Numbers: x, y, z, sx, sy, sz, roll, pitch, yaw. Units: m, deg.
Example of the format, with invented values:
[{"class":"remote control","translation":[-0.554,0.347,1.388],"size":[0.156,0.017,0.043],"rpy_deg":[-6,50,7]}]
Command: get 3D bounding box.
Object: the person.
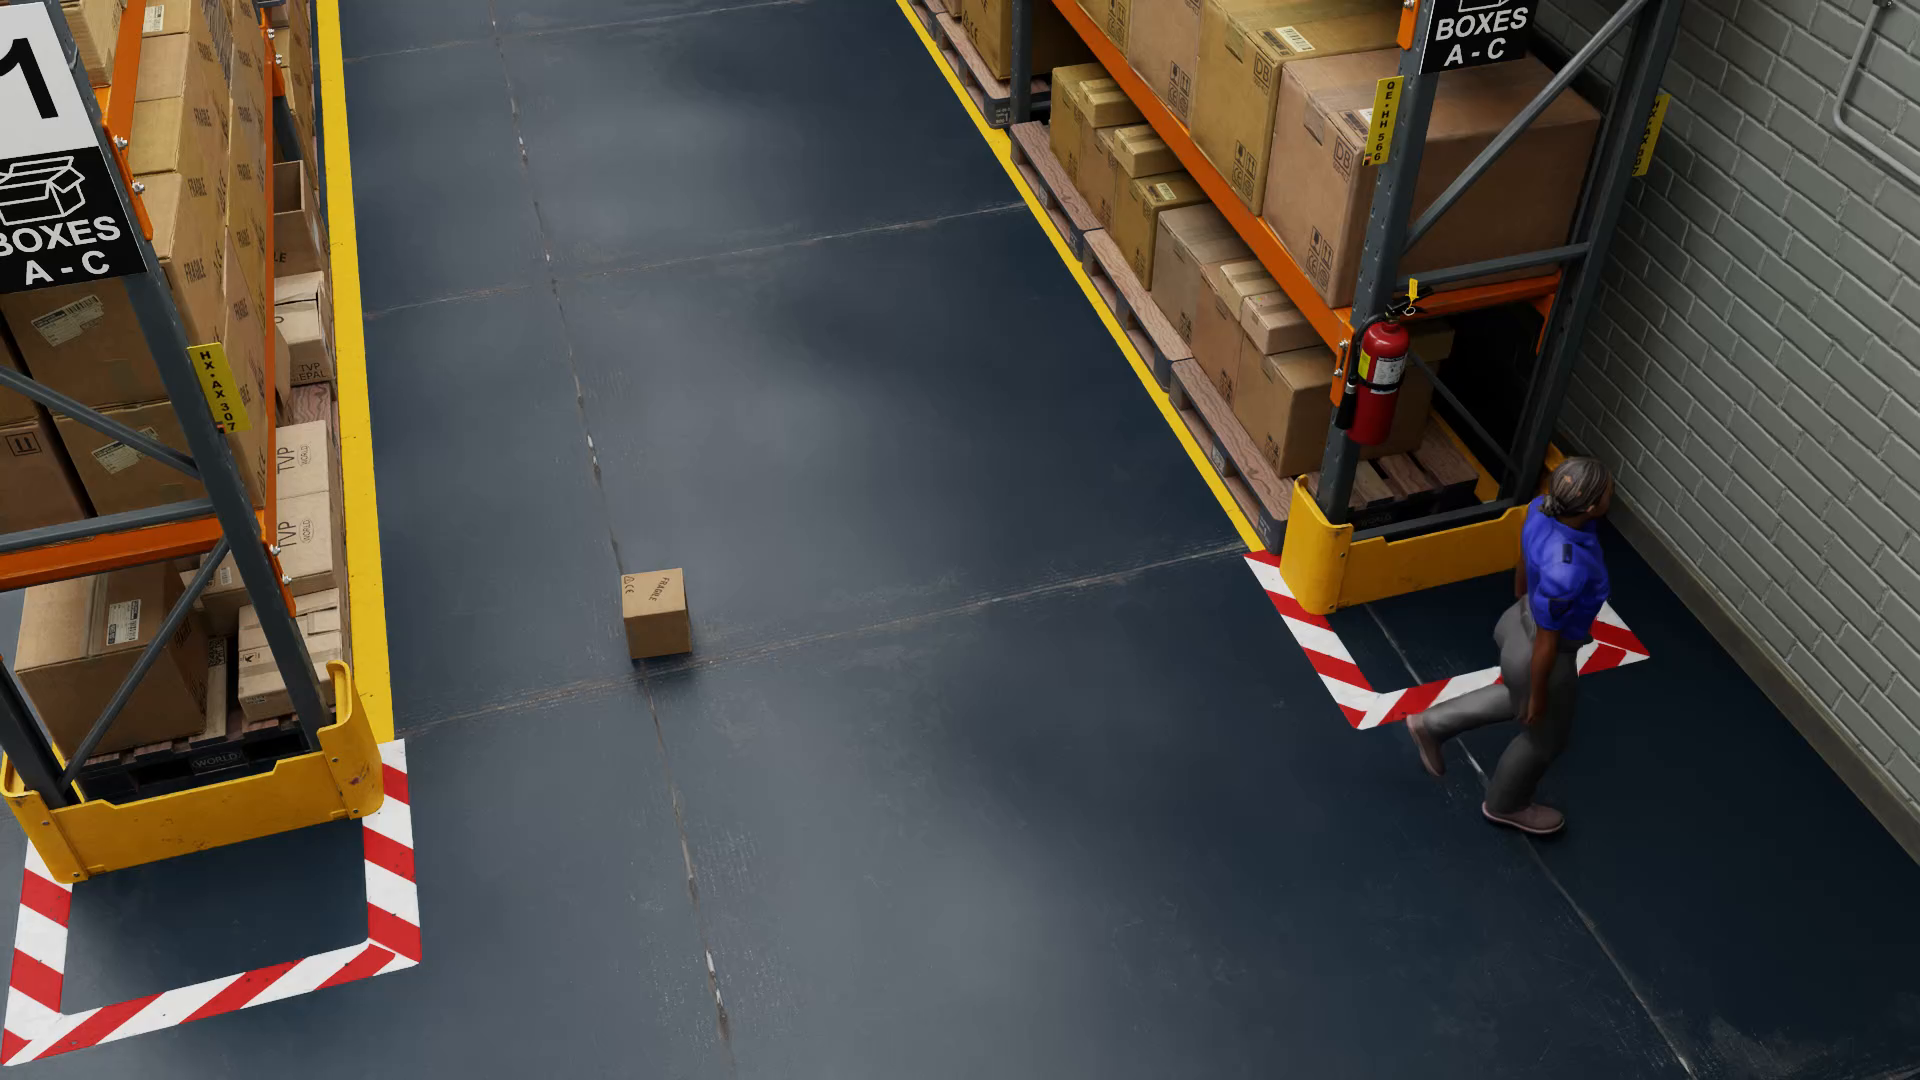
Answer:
[{"class":"person","translation":[1.952,0.367,5.739],"size":[0.613,1.635,0.477],"rpy_deg":[6,43,6]}]
